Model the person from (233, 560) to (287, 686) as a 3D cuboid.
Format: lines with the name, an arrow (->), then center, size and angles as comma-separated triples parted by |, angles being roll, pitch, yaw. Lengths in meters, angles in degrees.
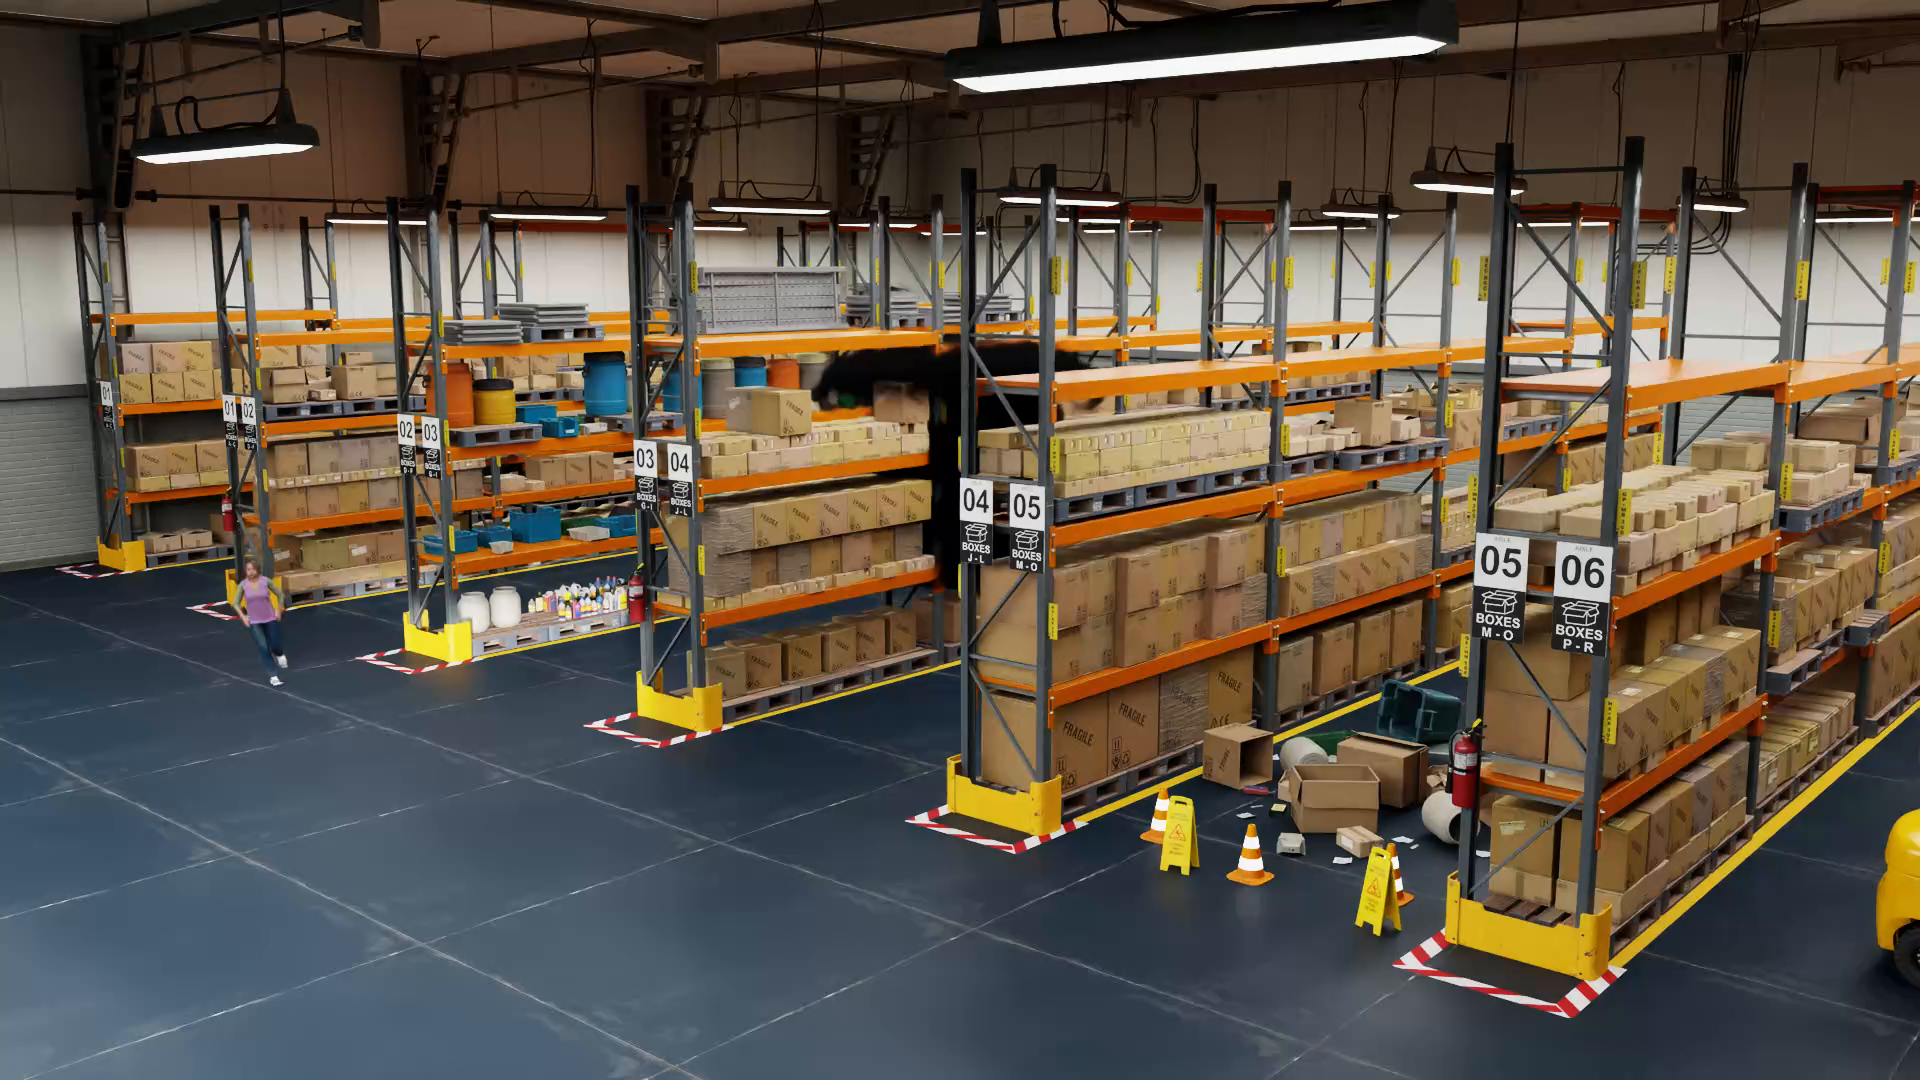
person -> -8.674, 1.008, 20.604 | 0.601, 1.540, 0.649 | -3, 10, -18

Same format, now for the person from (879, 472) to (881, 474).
person -> -1.170, -0.297, 26.104 | 0.646, 1.848, 0.683 | 6, 11, 33
